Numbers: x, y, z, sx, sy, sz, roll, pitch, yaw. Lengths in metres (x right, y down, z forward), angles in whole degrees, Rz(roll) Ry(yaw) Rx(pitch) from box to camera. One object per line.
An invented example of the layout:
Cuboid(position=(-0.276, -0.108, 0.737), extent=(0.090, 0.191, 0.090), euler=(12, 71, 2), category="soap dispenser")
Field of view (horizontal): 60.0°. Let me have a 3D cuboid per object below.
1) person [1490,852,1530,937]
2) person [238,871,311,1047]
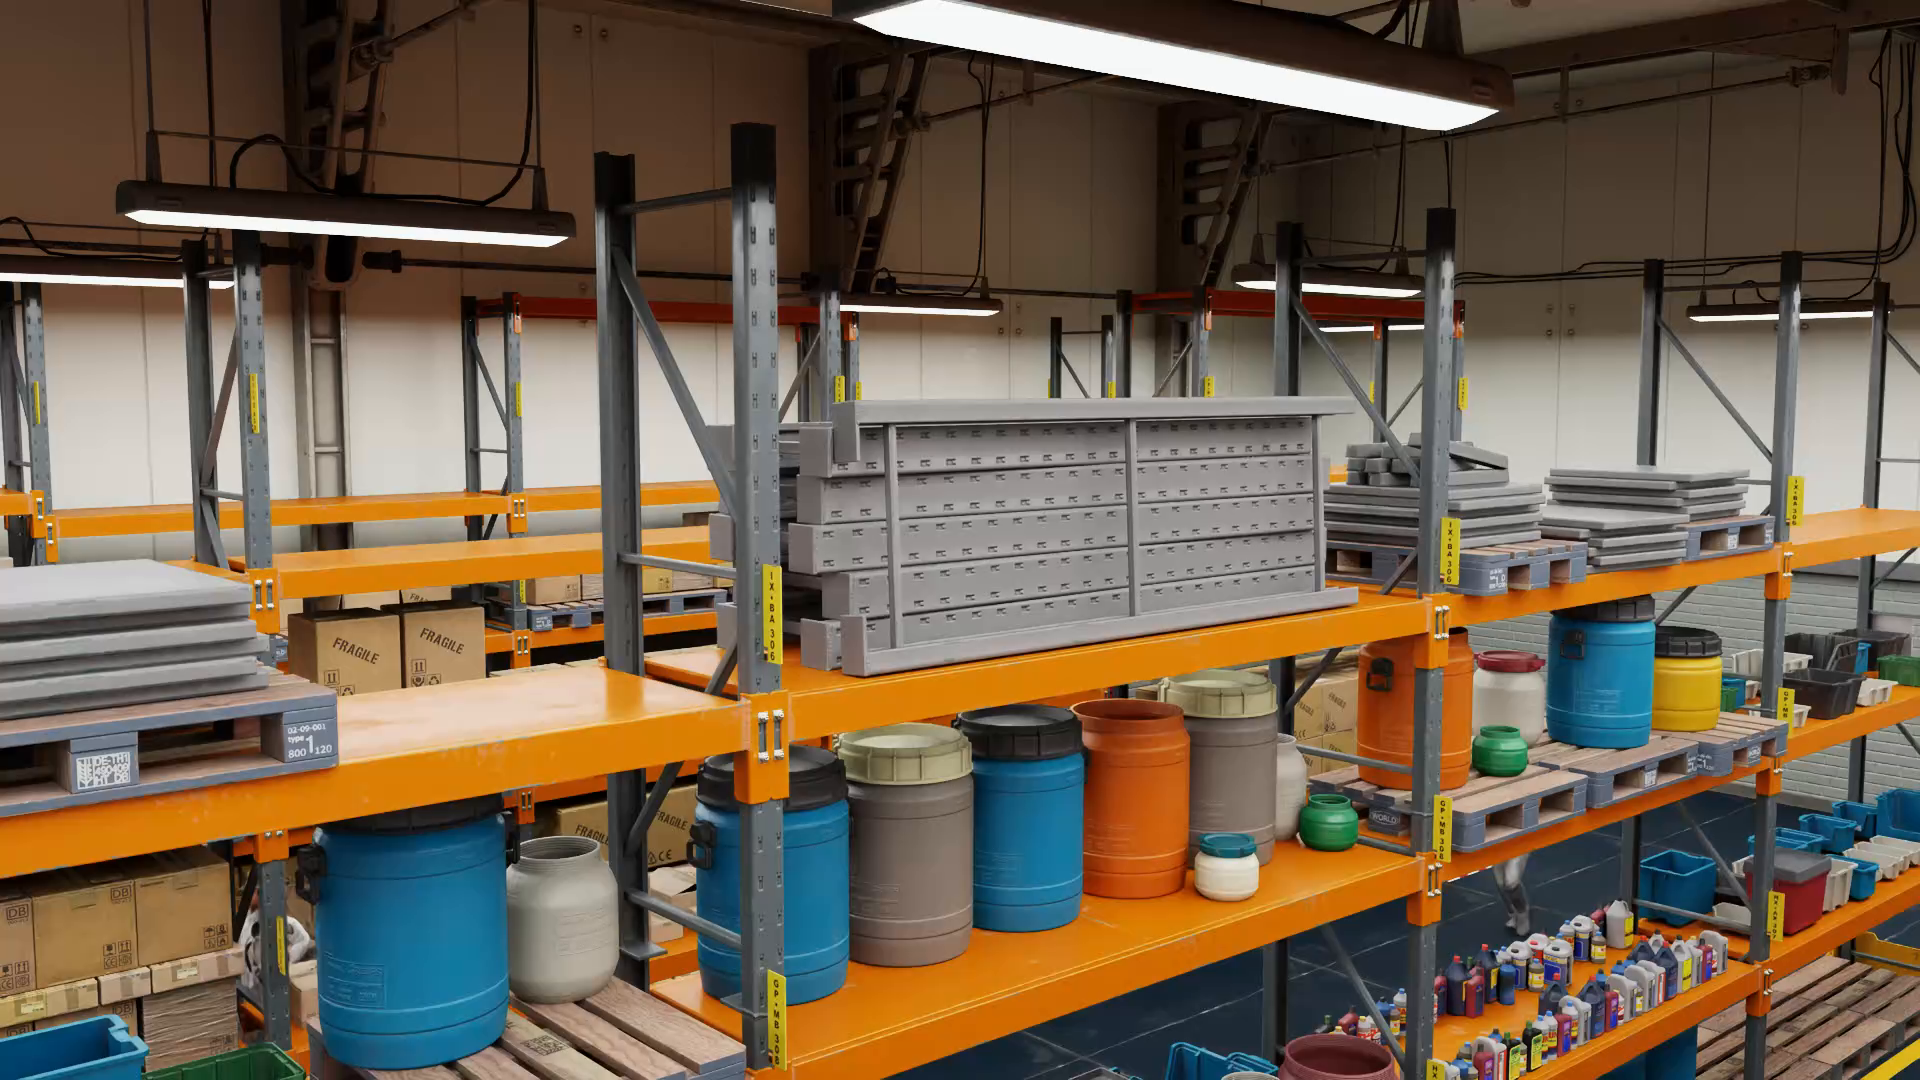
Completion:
Cuboid(position=(5.114, 2.823, 15.601), extent=(0.687, 1.768, 0.600), euler=(4, 7, 34), category="person")
Cuboid(position=(-4.964, 3.189, 11.817), extent=(0.598, 1.732, 0.802), euler=(5, 7, 43), category="person")
